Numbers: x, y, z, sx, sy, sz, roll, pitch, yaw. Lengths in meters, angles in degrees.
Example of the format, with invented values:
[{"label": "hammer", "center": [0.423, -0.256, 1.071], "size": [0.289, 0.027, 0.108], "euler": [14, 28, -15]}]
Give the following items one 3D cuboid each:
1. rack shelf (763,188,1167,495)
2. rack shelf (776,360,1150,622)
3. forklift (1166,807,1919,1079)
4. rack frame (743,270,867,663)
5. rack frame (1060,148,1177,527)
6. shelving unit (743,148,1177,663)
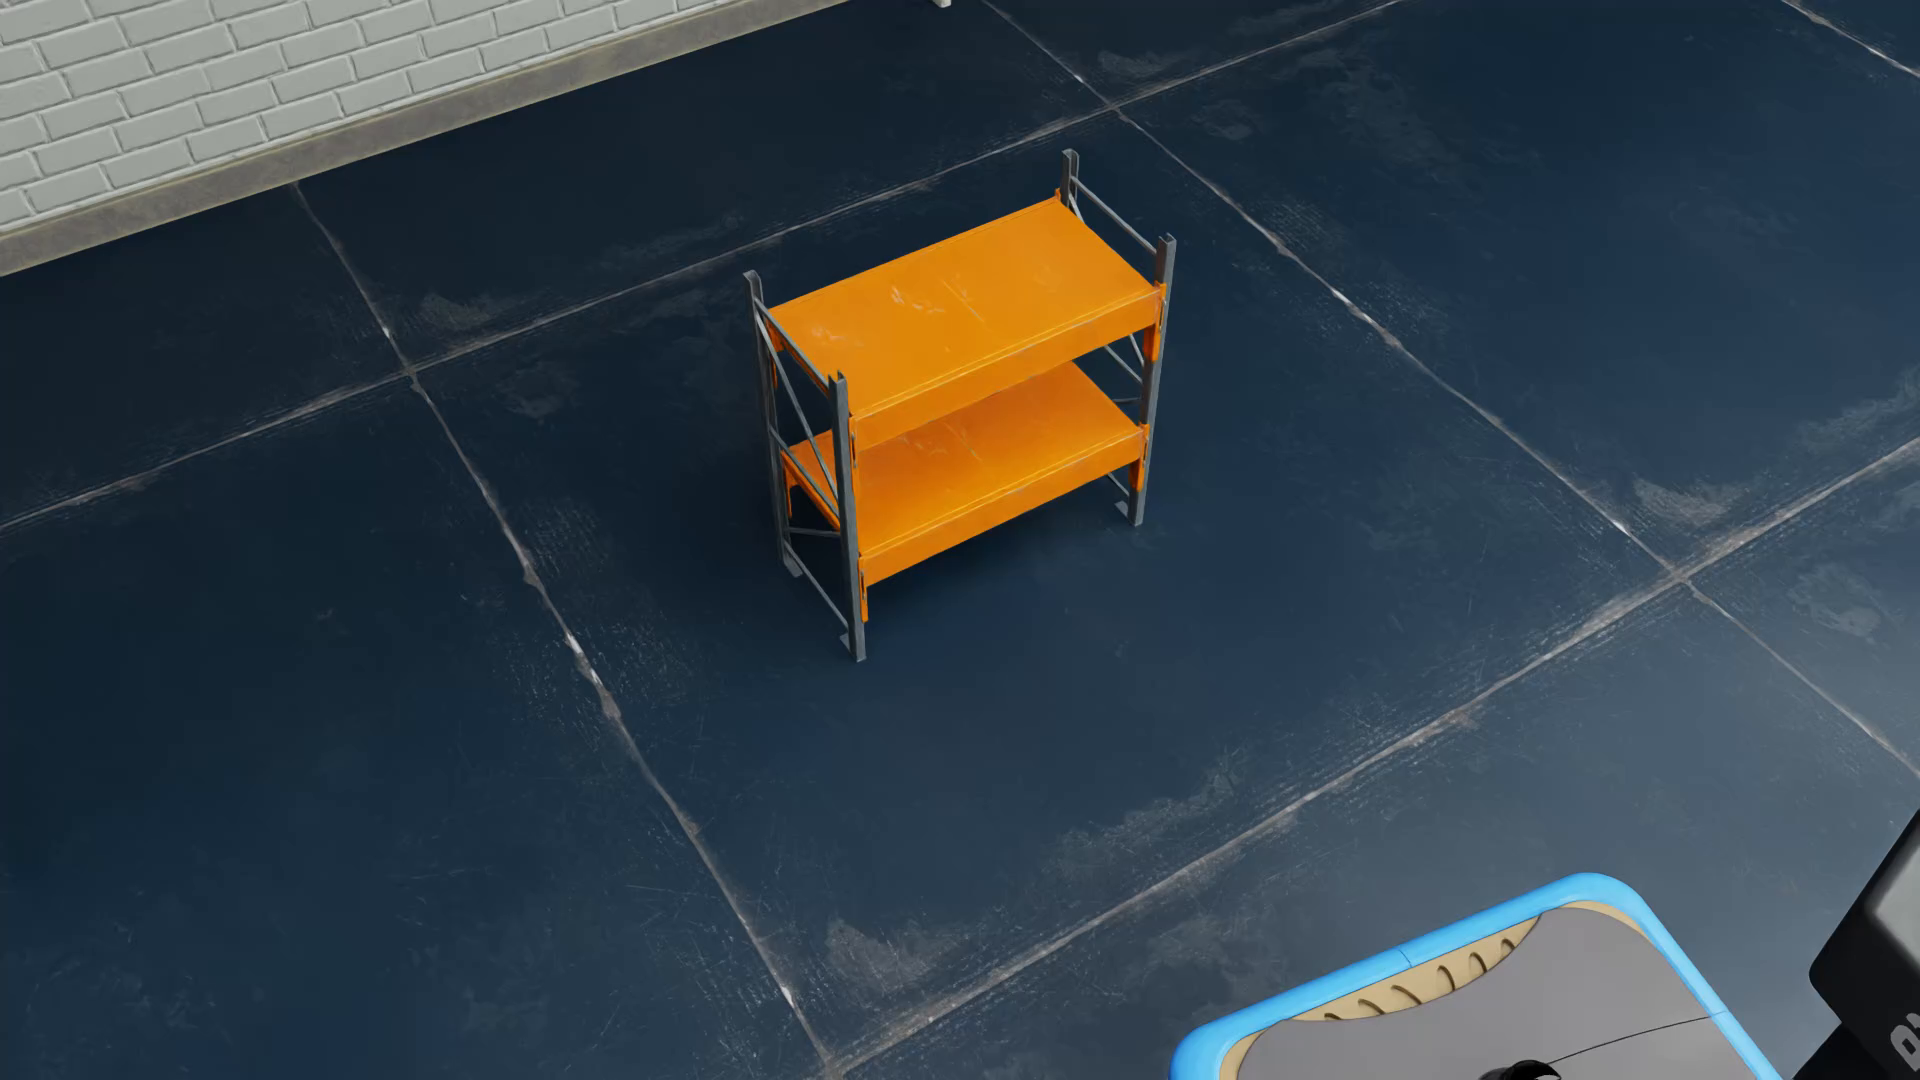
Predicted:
[{"label": "rack shelf", "center": [0.006, -0.571, 4.614], "size": [1.000, 0.278, 0.538], "euler": [-25, 53, -21]}, {"label": "rack shelf", "center": [0.006, -0.214, 5.015], "size": [1.000, 0.278, 0.538], "euler": [-25, 53, -21]}, {"label": "forklift", "center": [1.397, 1.528, 1.927], "size": [1.130, 2.935, 3.031], "euler": [-17, 51, -15]}, {"label": "rack frame", "center": [-0.424, -0.174, 4.652], "size": [0.032, 1.125, 0.500], "euler": [-25, 53, -21]}, {"label": "rack frame", "center": [0.436, -0.579, 5.013], "size": [0.032, 1.125, 0.500], "euler": [-25, 53, -21]}, {"label": "shelving unit", "center": [0.006, -0.377, 4.832], "size": [1.048, 1.125, 0.538], "euler": [-25, 53, -21]}]
